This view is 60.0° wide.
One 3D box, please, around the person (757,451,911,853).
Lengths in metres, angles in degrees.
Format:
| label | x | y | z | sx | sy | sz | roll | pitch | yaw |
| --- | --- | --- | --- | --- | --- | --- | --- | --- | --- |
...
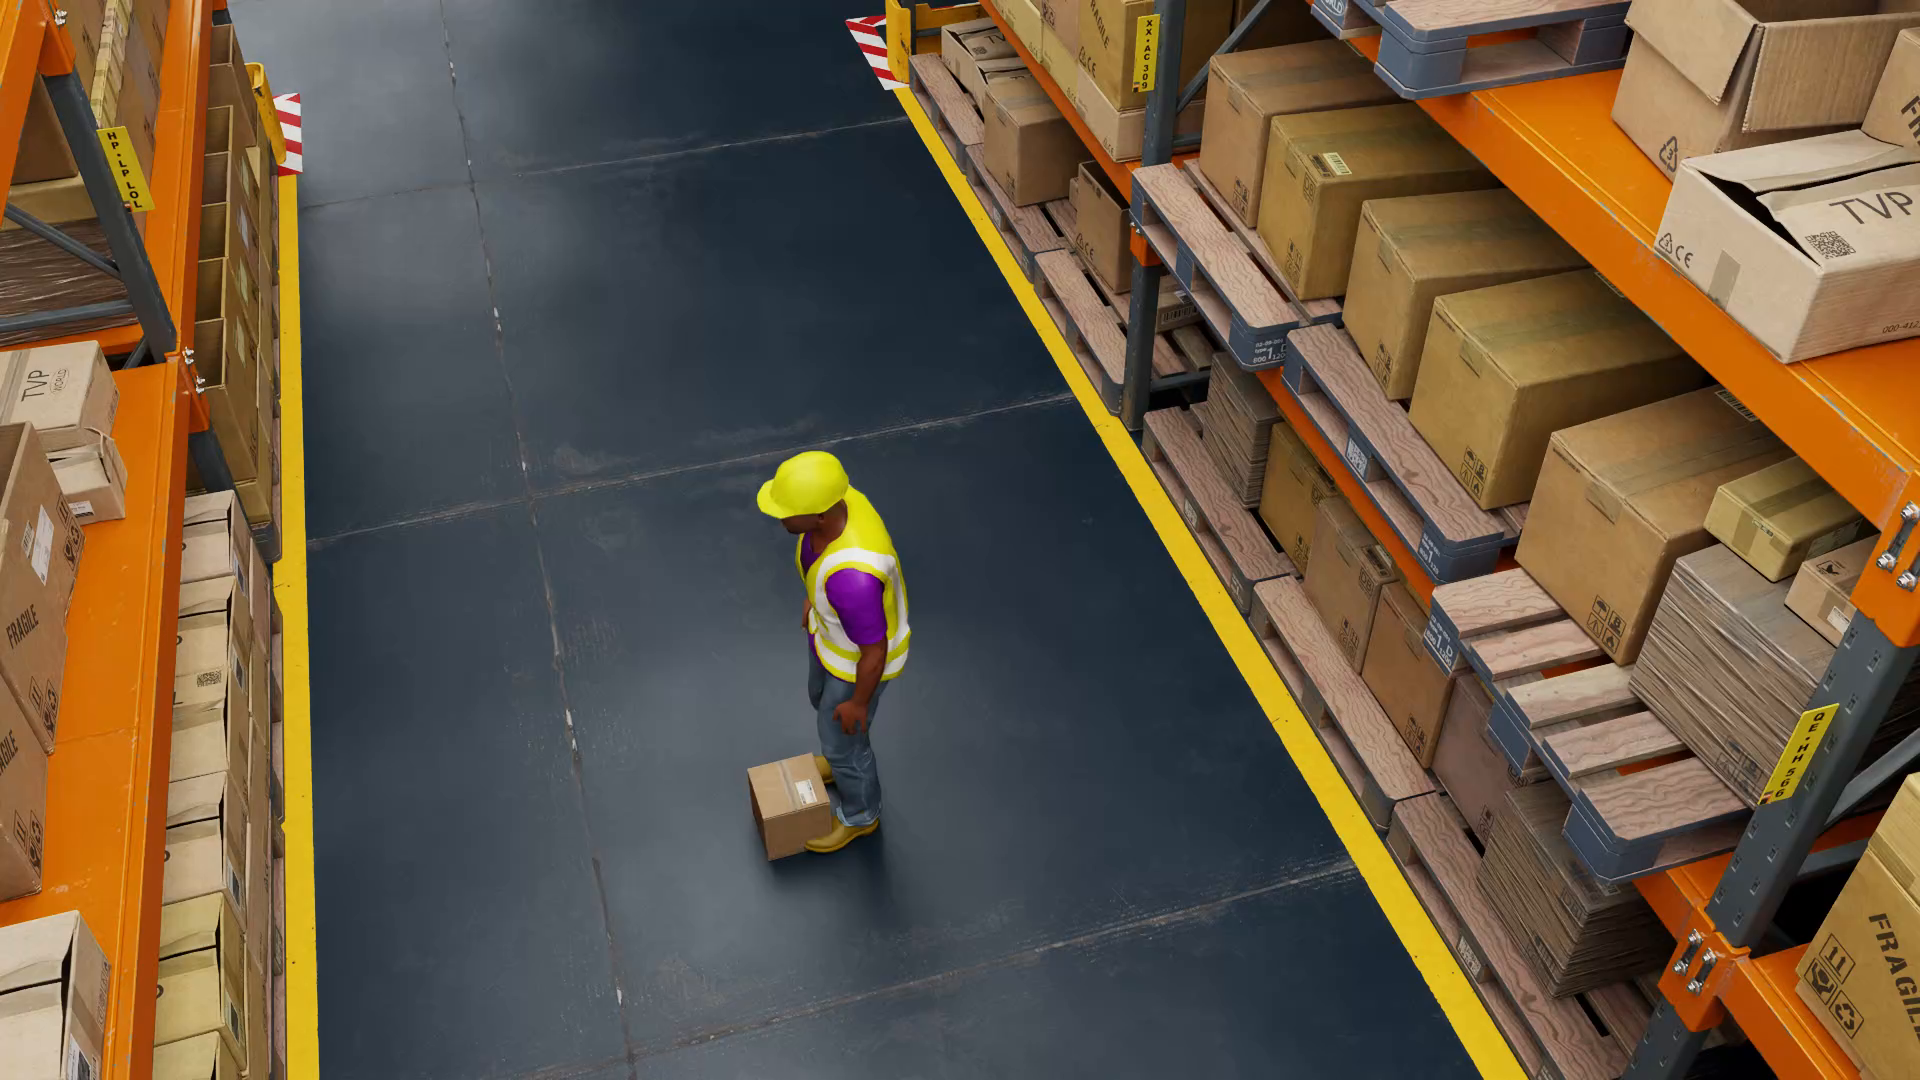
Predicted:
| label | x | y | z | sx | sy | sz | roll | pitch | yaw |
| --- | --- | --- | --- | --- | --- | --- | --- | --- | --- |
| person | -0.416 | 0.372 | 5.734 | 0.460 | 1.760 | 0.627 | -12 | 43 | -13 |
